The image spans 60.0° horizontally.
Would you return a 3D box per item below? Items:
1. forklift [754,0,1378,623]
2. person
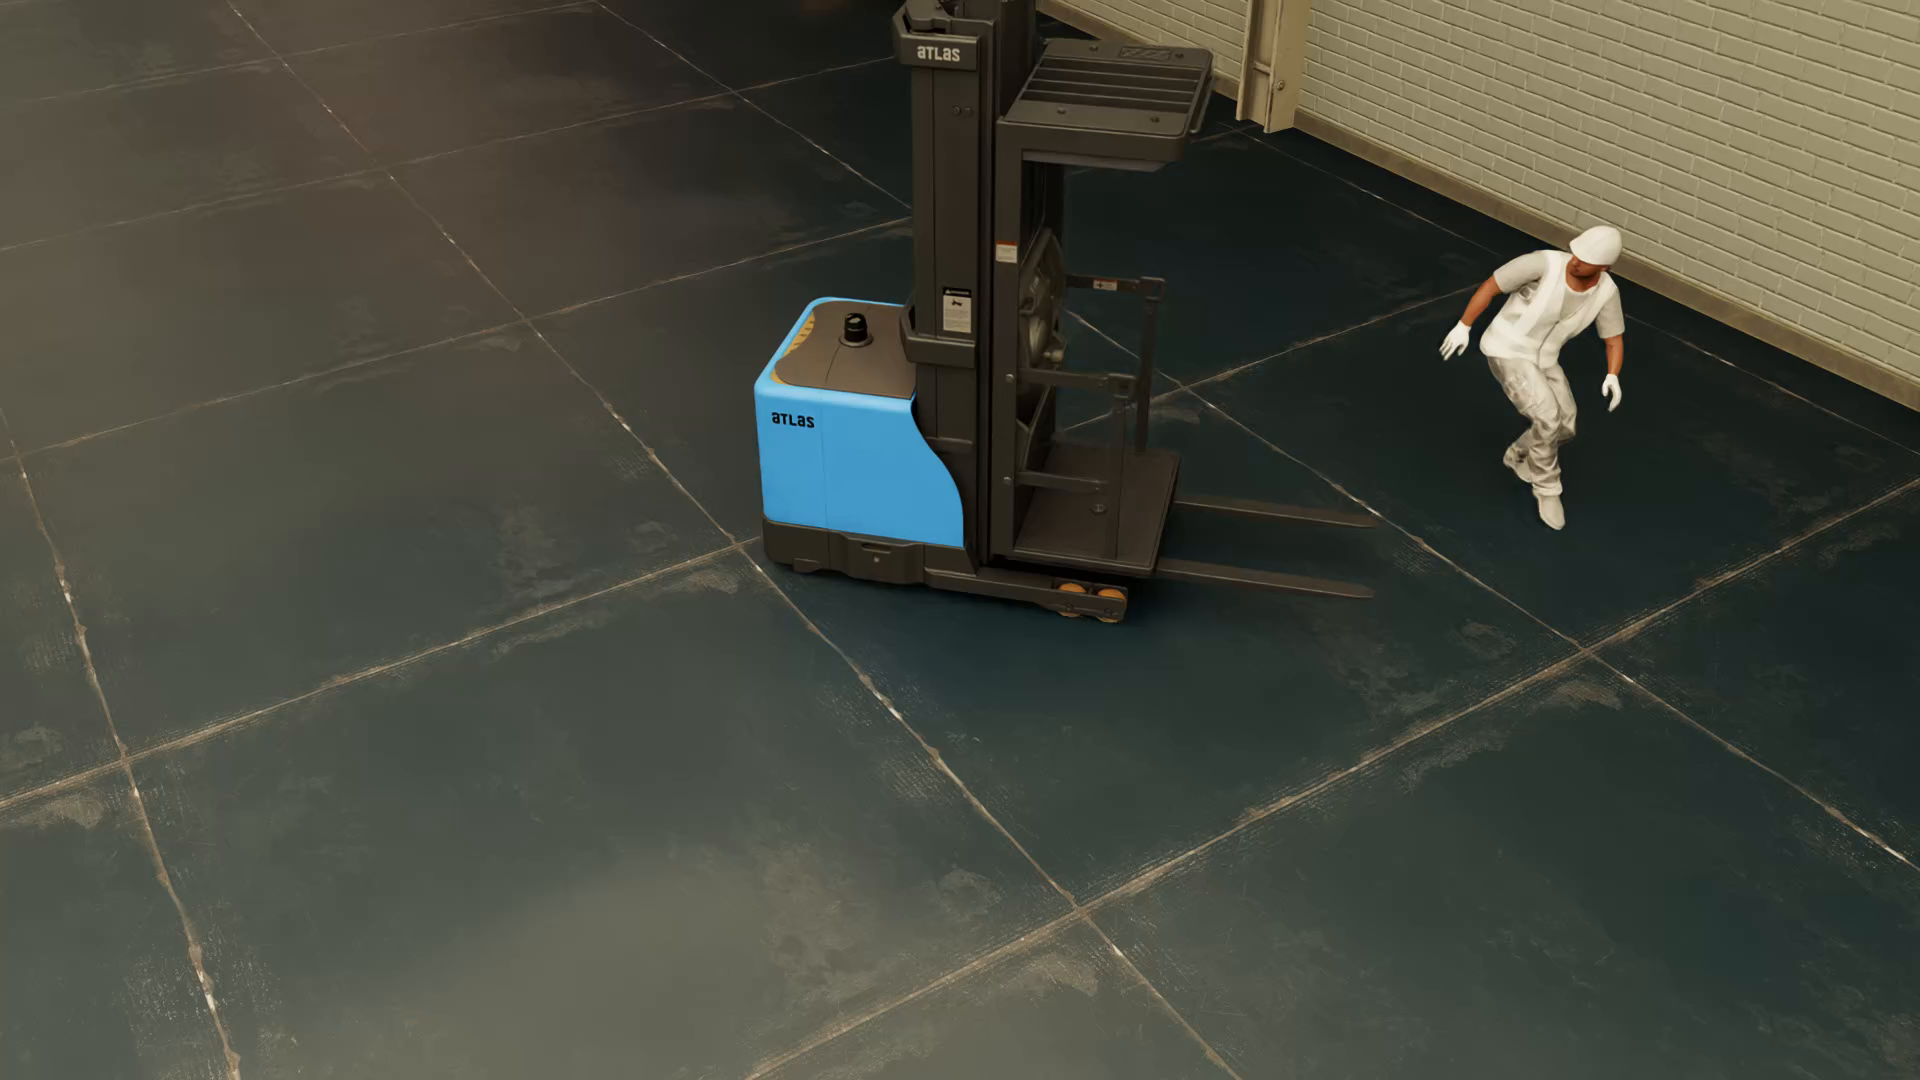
[{"bbox_3d":[0.574,-1.132,7.758,3.031,2.935,1.130,8,36,11],"label":"forklift"},{"bbox_3d":[3.023,-0.886,8.606,0.798,1.576,0.816,-10,36,-14],"label":"person"}]
